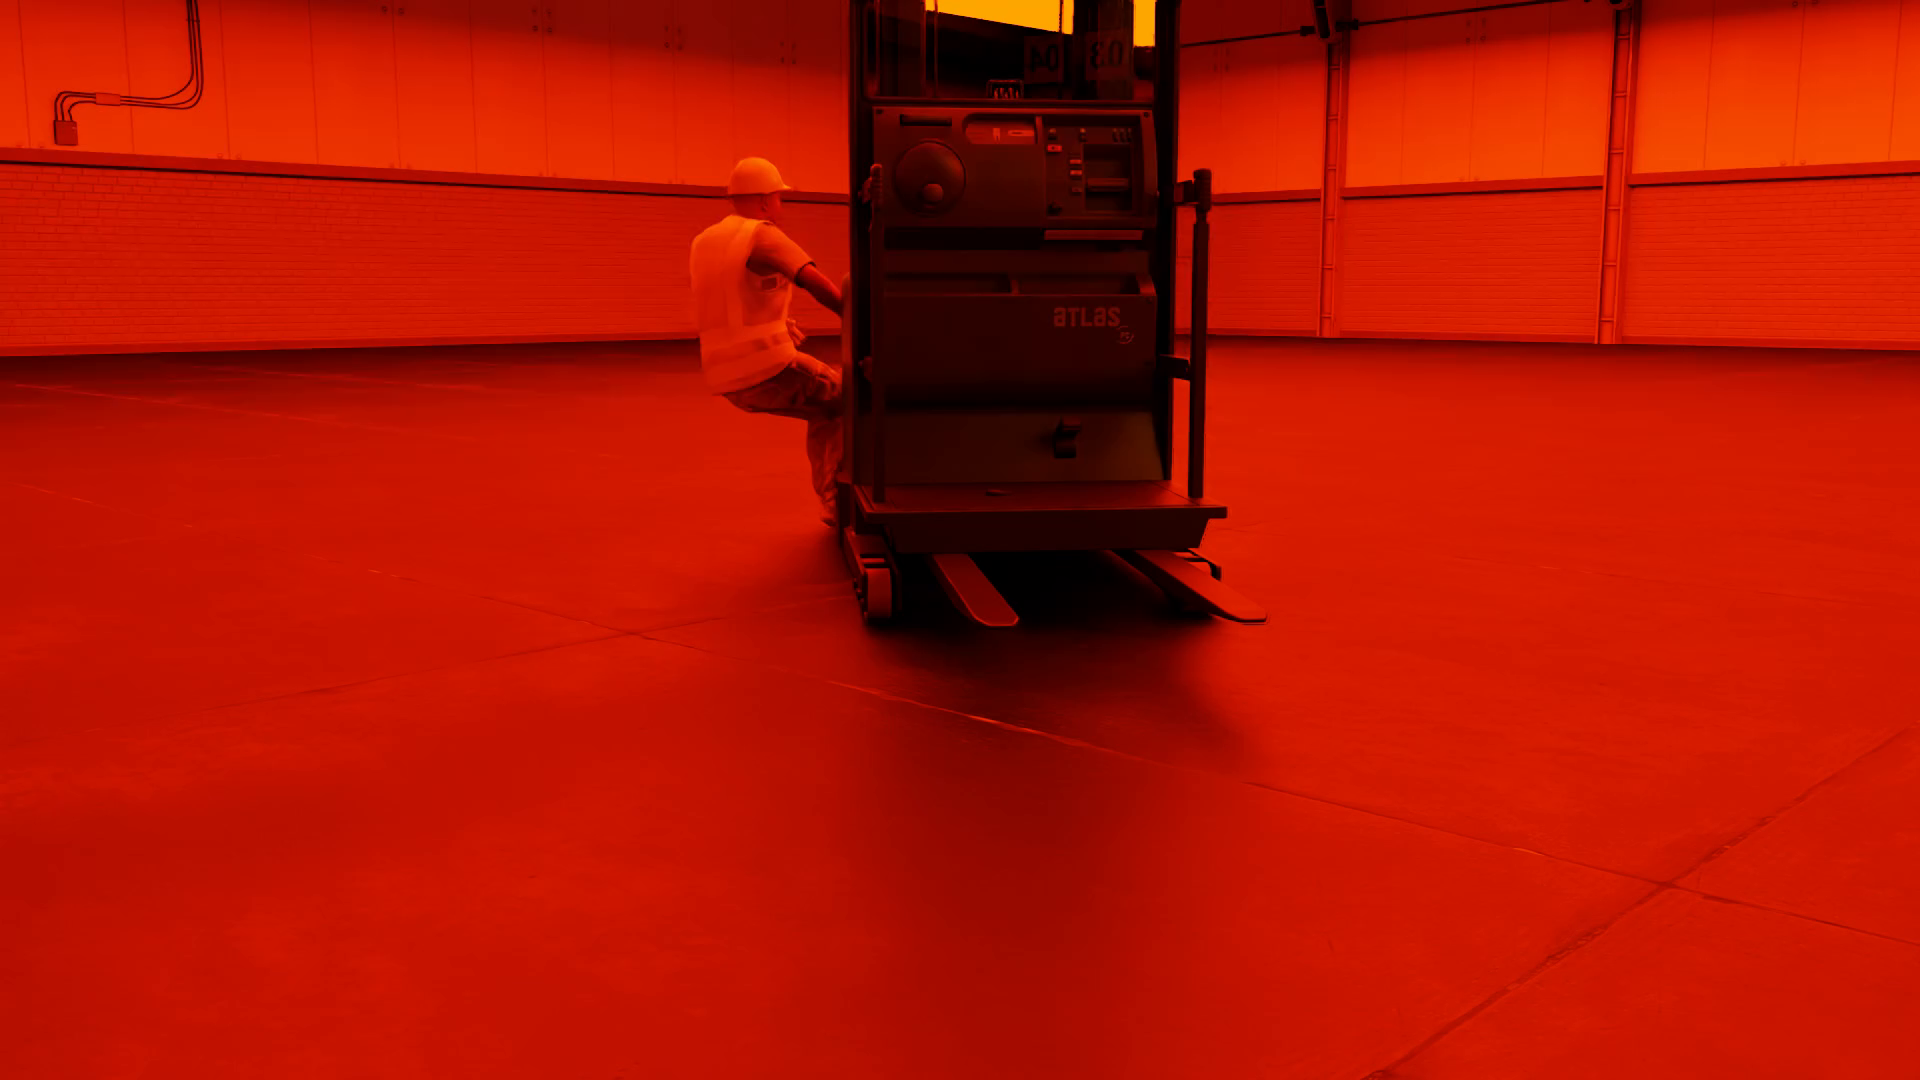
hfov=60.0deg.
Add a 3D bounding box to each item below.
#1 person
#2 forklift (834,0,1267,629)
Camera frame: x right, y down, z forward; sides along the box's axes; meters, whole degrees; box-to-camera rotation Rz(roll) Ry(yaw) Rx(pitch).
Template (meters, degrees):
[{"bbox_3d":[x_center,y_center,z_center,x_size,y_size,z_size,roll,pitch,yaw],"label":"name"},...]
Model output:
[{"bbox_3d":[-0.659,-0.779,6.888,0.841,1.558,0.880,8,12,44],"label":"person"},{"bbox_3d":[0.209,-1.257,5.219,1.130,2.935,3.031,-1,9,-7],"label":"forklift"}]
